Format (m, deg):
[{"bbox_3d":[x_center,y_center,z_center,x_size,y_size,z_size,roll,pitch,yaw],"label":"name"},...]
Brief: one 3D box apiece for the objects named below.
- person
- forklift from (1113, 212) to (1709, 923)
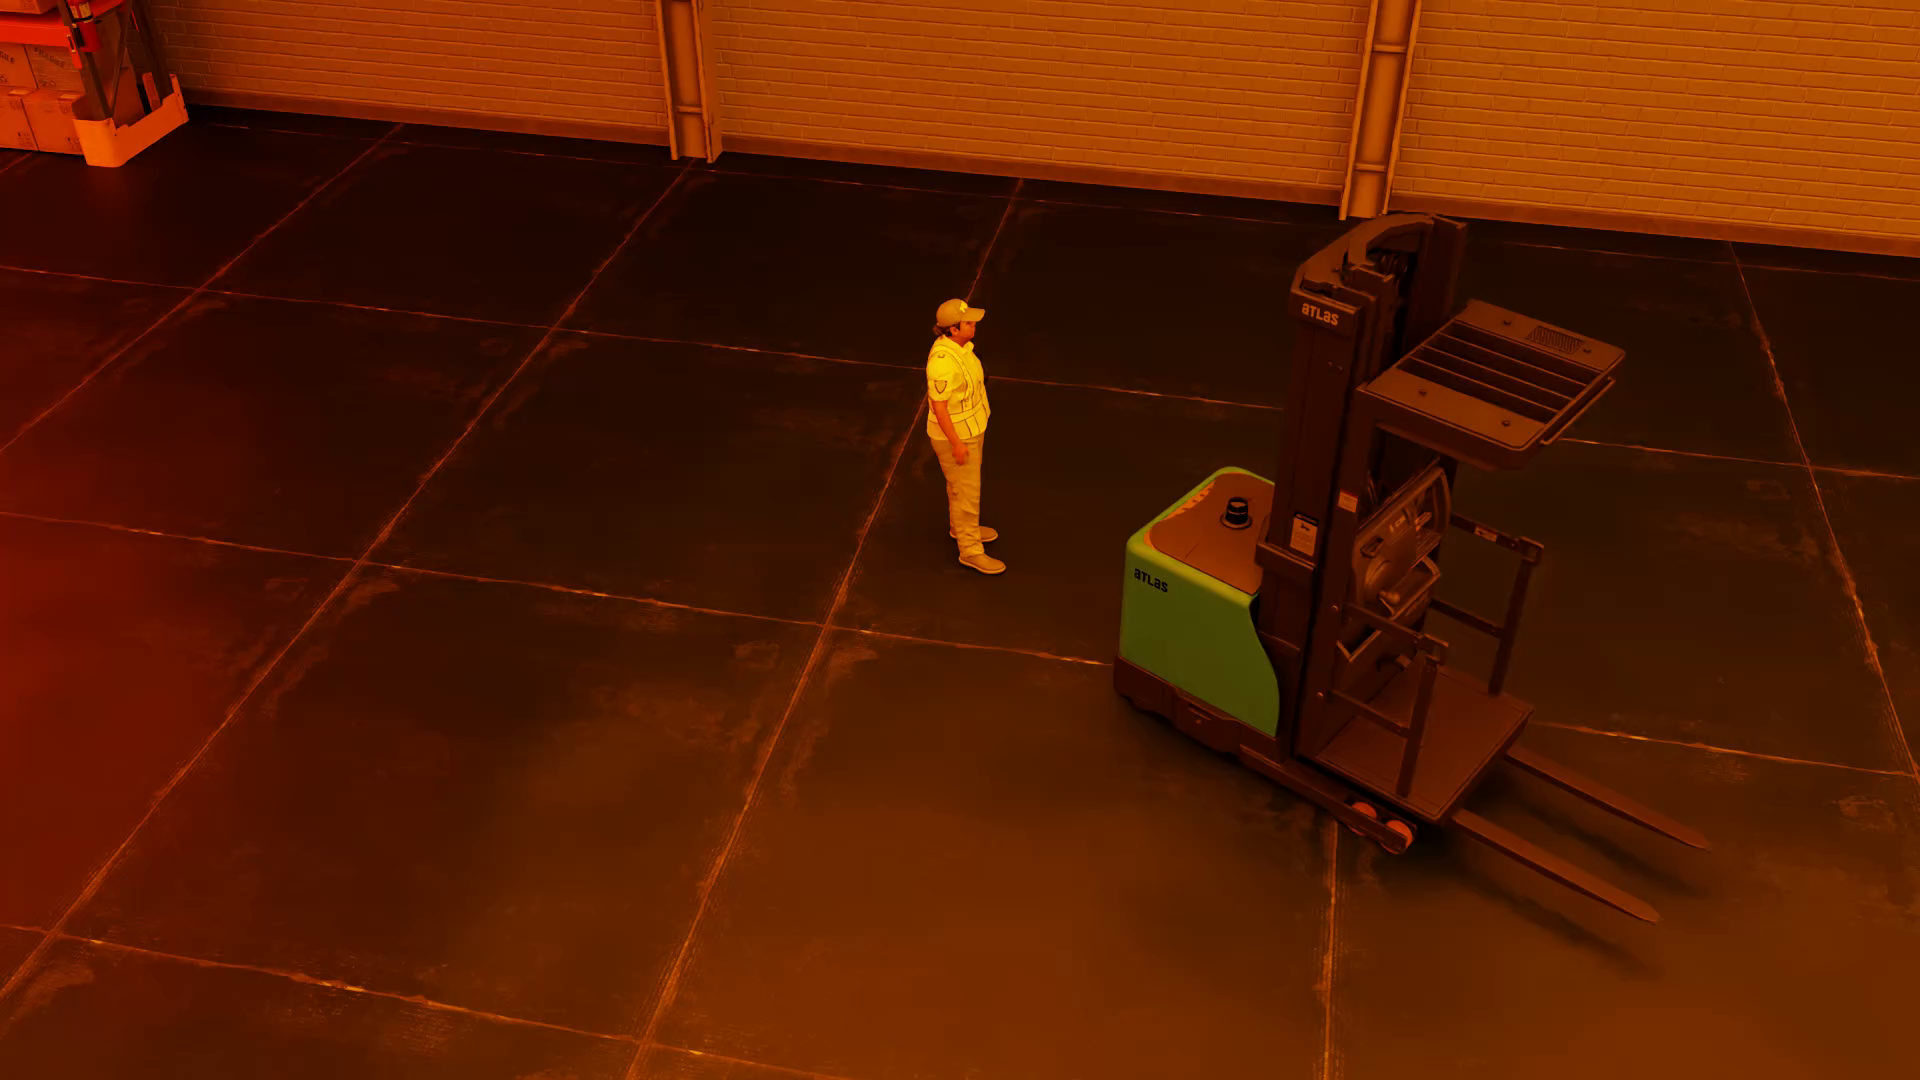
[{"bbox_3d":[0.070,-0.652,9.969,0.529,1.670,0.598,7,37,10],"label":"person"},{"bbox_3d":[2.303,0.042,7.983,3.031,2.935,1.130,27,44,32],"label":"forklift"}]
